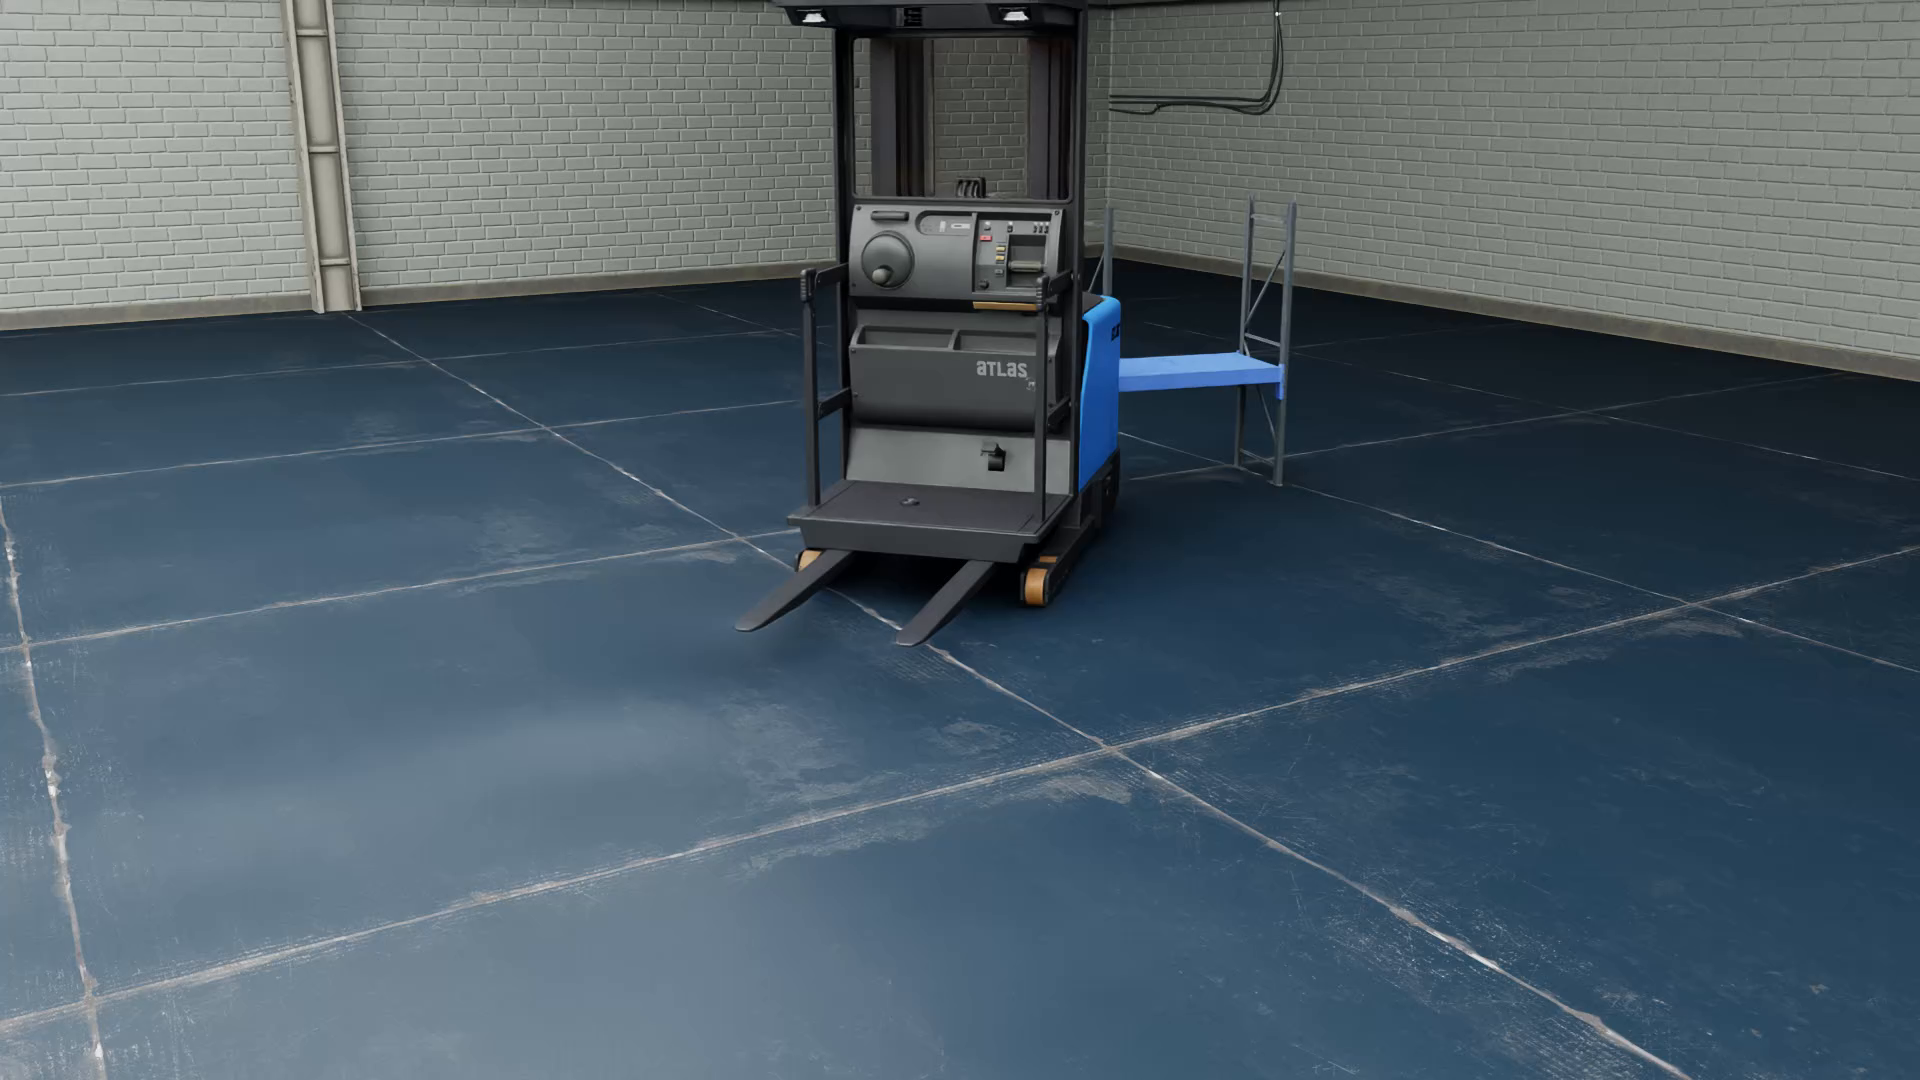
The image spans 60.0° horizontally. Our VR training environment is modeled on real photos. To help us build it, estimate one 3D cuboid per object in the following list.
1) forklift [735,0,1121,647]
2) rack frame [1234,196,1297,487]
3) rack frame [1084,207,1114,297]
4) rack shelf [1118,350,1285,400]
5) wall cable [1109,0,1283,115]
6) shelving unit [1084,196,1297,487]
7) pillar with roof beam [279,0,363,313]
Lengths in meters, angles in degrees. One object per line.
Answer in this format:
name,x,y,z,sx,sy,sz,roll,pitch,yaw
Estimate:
forklift,-0.078,-1.248,6.930,1.130,2.935,3.031,4,16,15
rack frame,1.638,-1.073,8.958,0.032,1.500,0.500,-5,16,-17
rack frame,0.671,-0.988,8.657,0.032,1.500,0.500,-5,16,-17
rack shelf,1.154,-0.857,8.856,1.000,0.185,0.538,-5,16,-17
wall cable,2.496,-5.940,18.180,0.112,2.526,3.097,-9,18,-30
shelving unit,1.154,-1.031,8.808,1.048,1.500,0.538,-5,16,-17
pillar with roof beam,-3.637,-5.501,10.863,0.400,9.000,9.100,-9,18,-30
